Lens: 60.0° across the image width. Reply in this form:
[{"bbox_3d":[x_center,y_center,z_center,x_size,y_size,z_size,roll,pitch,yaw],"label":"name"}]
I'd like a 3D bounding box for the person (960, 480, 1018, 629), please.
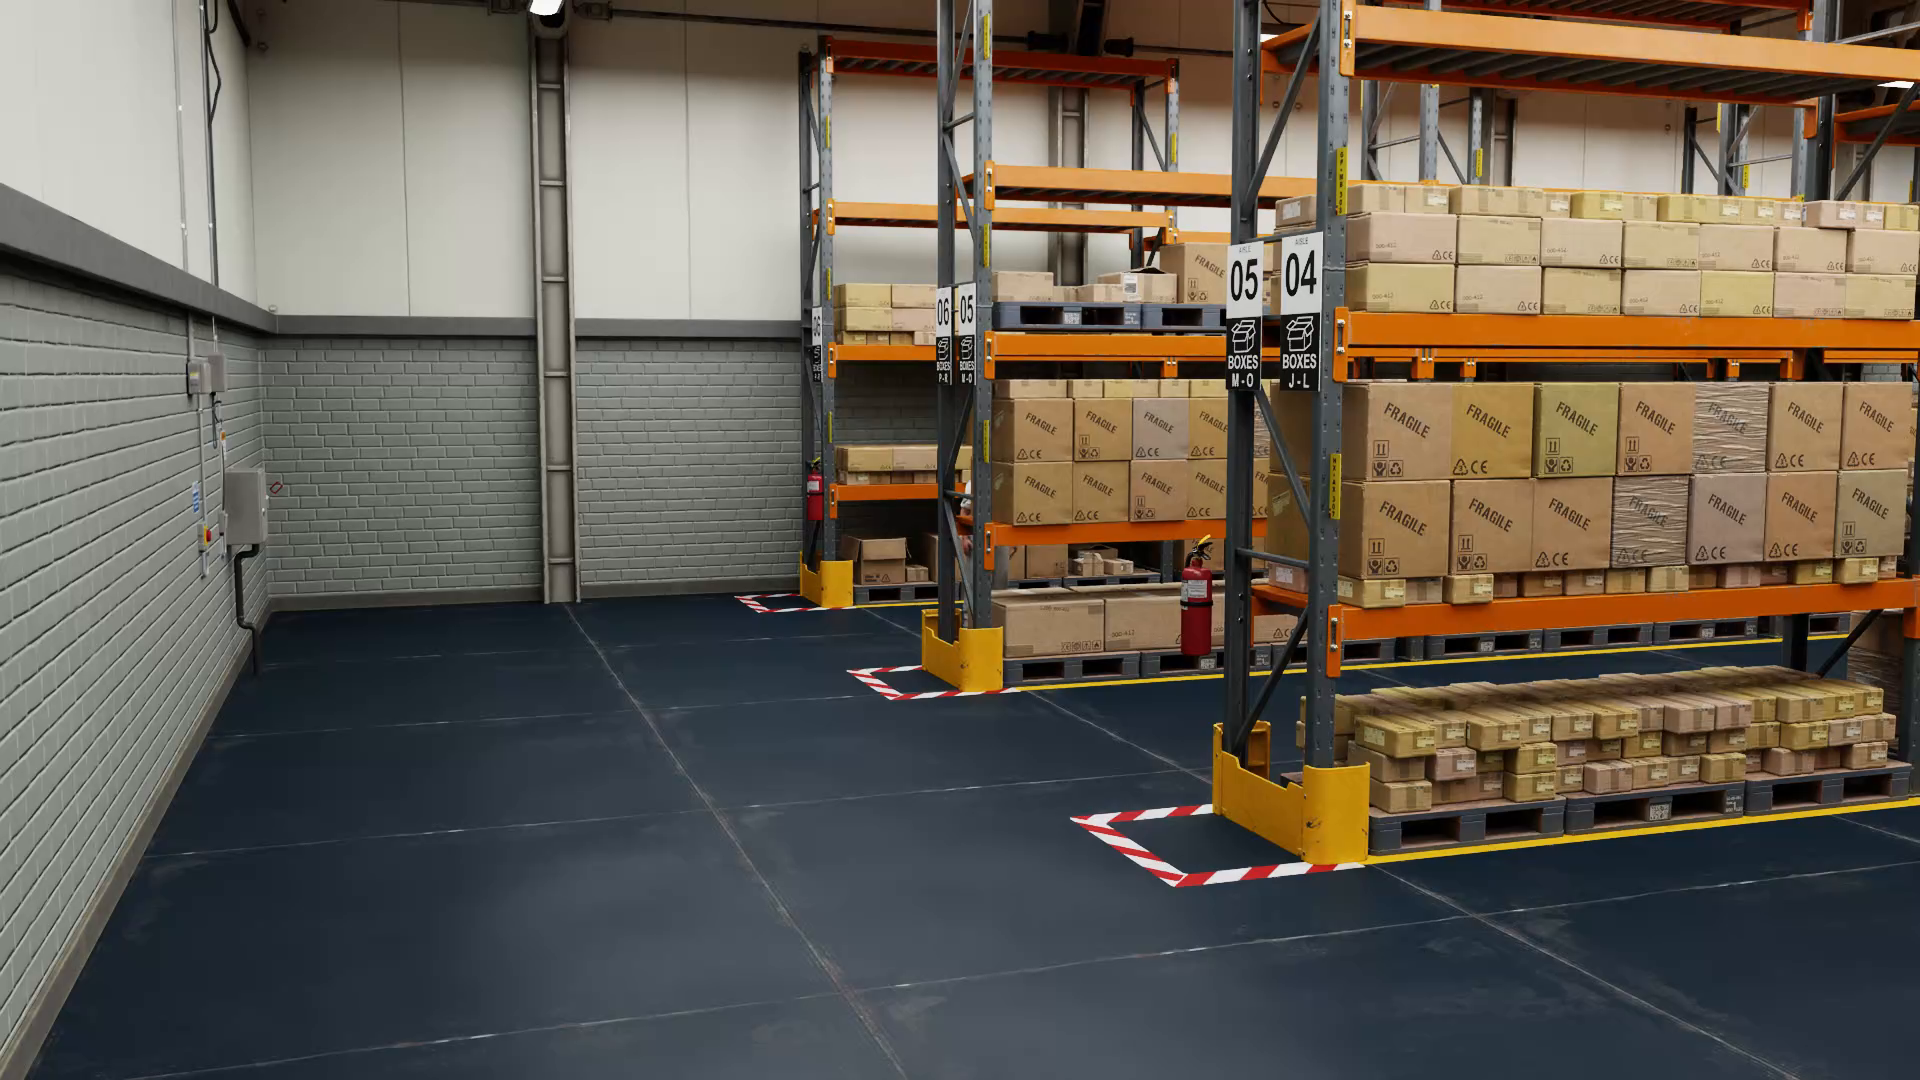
[{"bbox_3d":[0.283,-0.003,16.308,0.603,1.750,0.470,-2,6,-21],"label":"person"}]
